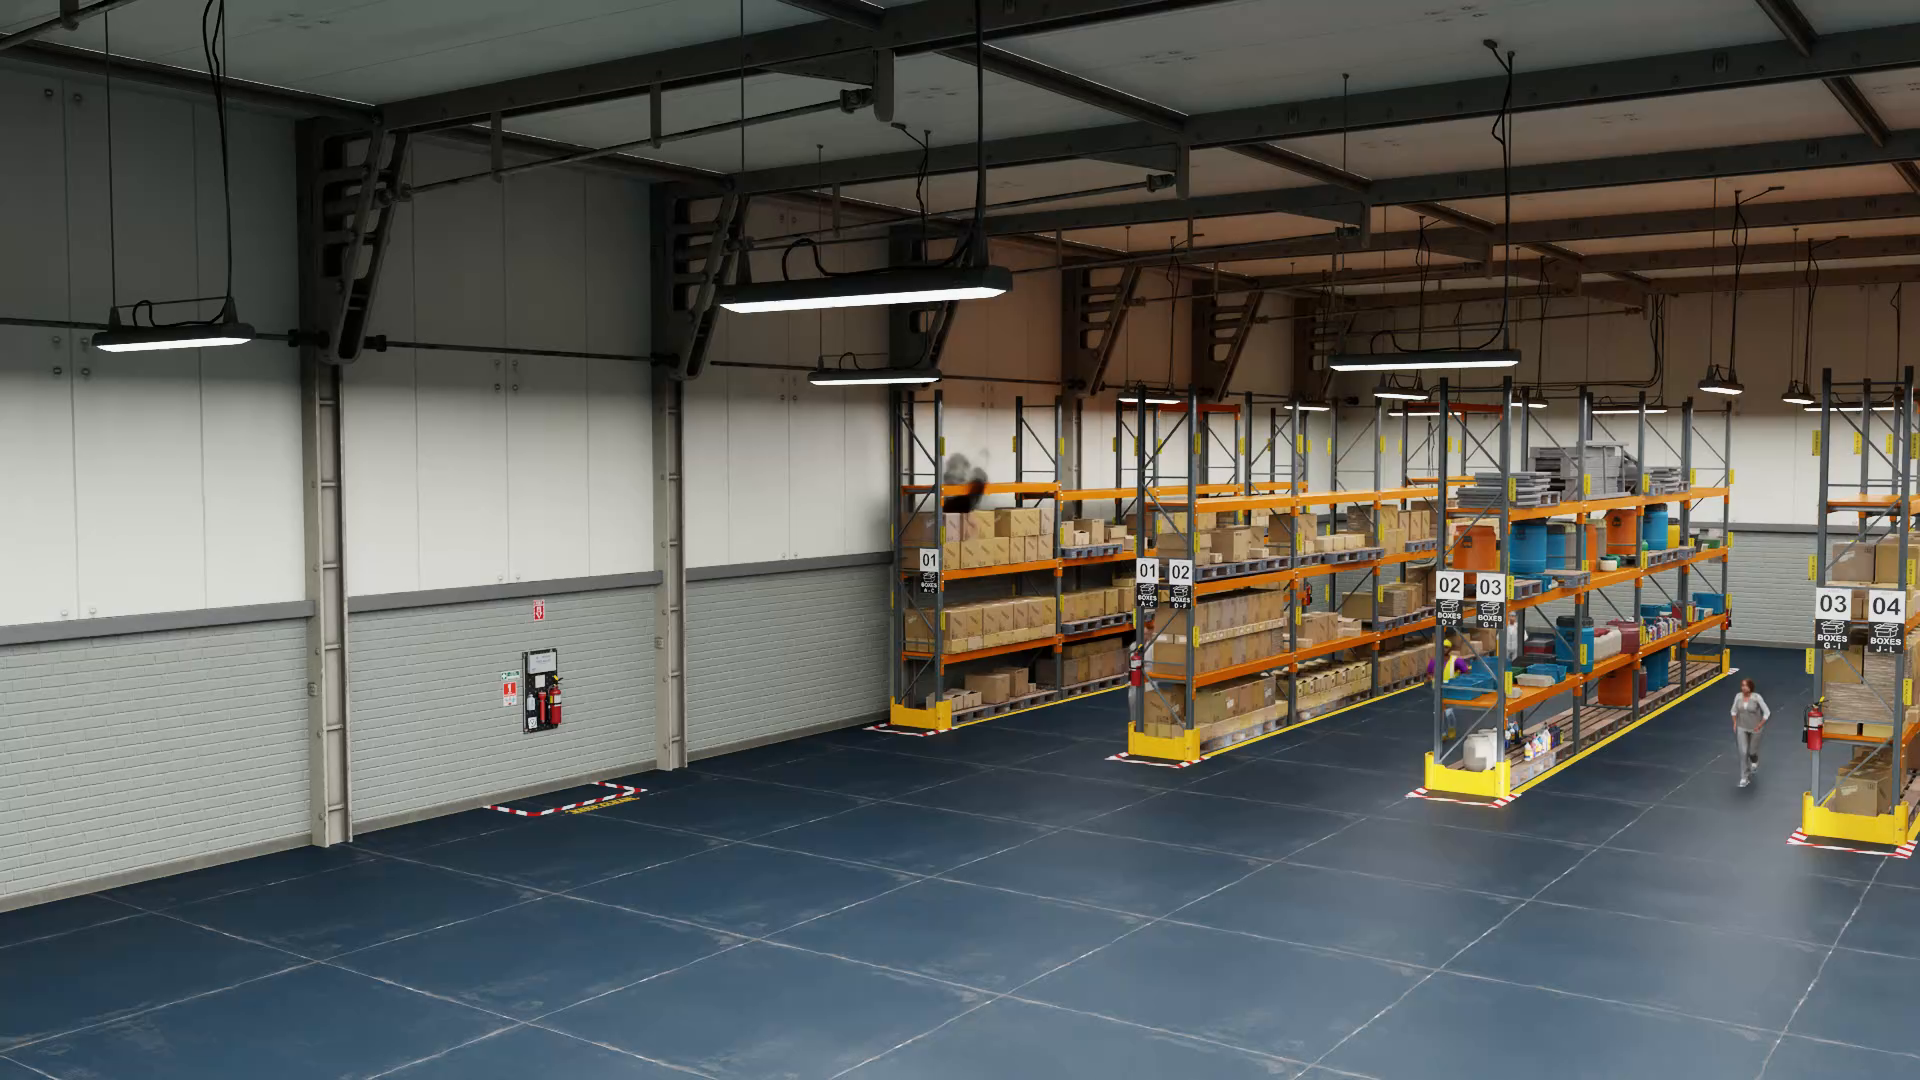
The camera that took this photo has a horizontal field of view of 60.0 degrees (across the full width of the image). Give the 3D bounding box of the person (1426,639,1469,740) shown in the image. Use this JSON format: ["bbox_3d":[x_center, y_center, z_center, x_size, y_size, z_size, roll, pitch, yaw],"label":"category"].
[{"bbox_3d":[8.191,2.546,28.135,0.688,1.721,0.582,2,4,34],"label":"person"}]

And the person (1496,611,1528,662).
[{"bbox_3d":[11.337,2.258,34.164,0.617,1.671,0.696,1,3,21],"label":"person"}]

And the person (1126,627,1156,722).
[{"bbox_3d":[3.221,2.461,29.329,0.675,1.846,0.829,1,4,24],"label":"person"}]

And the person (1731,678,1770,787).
[{"bbox_3d":[11.715,2.834,24.651,0.540,1.595,0.674,2,4,38],"label":"person"}]
